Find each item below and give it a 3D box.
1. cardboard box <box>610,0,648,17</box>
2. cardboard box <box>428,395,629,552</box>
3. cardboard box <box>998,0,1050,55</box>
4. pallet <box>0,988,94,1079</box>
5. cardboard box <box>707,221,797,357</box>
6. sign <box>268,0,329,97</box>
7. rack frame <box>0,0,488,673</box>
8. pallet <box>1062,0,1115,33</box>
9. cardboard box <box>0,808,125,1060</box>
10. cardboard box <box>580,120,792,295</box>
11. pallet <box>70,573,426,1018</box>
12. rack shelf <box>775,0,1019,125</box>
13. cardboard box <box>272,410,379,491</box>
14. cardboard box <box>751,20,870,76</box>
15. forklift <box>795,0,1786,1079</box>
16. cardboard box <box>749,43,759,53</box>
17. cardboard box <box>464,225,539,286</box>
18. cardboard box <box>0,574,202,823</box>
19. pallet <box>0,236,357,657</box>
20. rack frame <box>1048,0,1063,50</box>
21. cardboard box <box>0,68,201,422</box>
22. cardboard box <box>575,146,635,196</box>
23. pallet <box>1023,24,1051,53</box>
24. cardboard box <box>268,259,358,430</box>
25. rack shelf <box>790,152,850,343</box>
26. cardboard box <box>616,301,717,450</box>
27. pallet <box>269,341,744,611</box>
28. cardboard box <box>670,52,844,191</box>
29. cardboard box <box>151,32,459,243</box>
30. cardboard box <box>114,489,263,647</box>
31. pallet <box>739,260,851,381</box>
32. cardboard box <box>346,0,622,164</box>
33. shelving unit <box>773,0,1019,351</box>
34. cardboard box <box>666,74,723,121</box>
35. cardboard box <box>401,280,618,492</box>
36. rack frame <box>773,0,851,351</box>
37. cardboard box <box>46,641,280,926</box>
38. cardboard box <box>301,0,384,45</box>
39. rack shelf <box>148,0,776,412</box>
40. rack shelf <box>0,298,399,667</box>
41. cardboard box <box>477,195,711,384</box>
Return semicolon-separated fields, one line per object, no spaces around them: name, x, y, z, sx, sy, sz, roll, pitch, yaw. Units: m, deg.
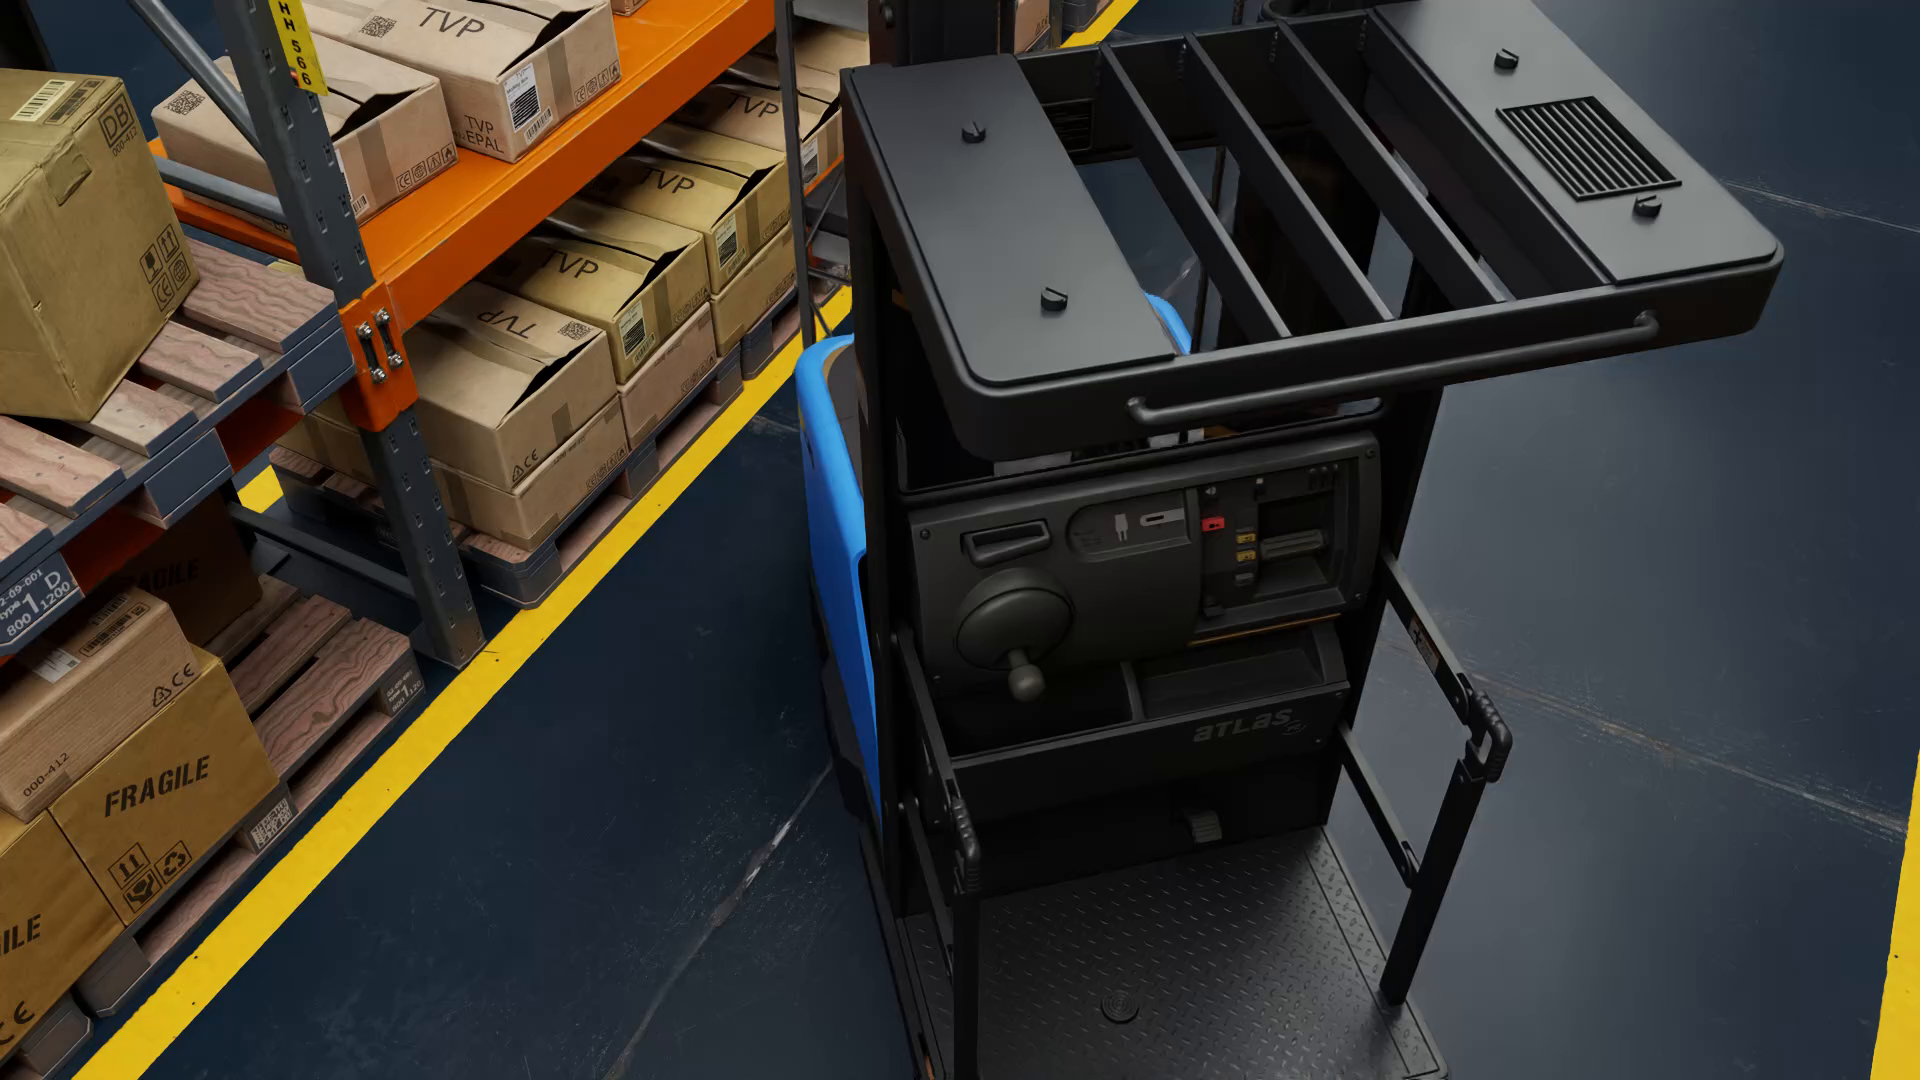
cardboard box;-1.110;-1.968;5.016;0.500;0.500;0.500;18;48;17
cardboard box;-1.372;-0.284;5.060;0.500;0.250;0.500;20;49;19
cardboard box;0.046;-2.214;6.967;0.500;0.250;0.500;20;49;19
pallet;-2.822;1.333;3.784;1.003;0.211;1.213;20;49;19
cardboard box;-0.903;-0.931;5.699;0.500;0.250;0.500;19;48;18
sign;-1.390;-1.076;3.446;0.100;0.325;0.005;20;49;19
rack frame;-1.875;-0.870;4.001;1.000;3.000;0.127;20;49;19
pallet;0.388;-2.897;7.965;1.003;0.211;1.213;20;49;19
cardboard box;-2.342;0.846;3.753;0.500;0.500;0.500;19;48;18
cardboard box;-0.896;-1.136;5.507;0.500;0.311;0.500;19;48;18
pallet;-2.255;0.568;4.540;1.003;0.211;1.213;20;49;19
rack shelf;-0.150;-1.308;4.101;0.431;0.518;0.480;20;49;19
cardboard box;-1.847;-0.463;5.237;0.500;0.250;0.500;22;49;20
cardboard box;-0.422;-1.775;6.139;0.500;0.311;0.500;20;49;19
forklift;0.423;0.148;3.043;1.130;2.935;3.031;-10;46;-10
cardboard box;-0.907;-1.950;6.312;0.500;0.311;0.500;19;48;18
cardboard box;-1.614;-0.989;5.363;0.500;0.311;0.500;20;49;18
cardboard box;-2.124;0.294;3.772;0.500;0.250;0.500;22;49;21
pallet;-2.127;-0.353;3.624;1.213;0.211;1.003;20;49;19
rack frame;-0.018;-3.390;6.492;1.000;3.000;0.127;20;49;19
cardboard box;-2.067;-0.619;3.387;0.700;0.500;0.500;6;46;6
cardboard box;-1.378;-1.306;5.676;0.500;0.311;0.500;20;49;19
pallet;-0.325;-1.933;7.012;1.003;0.211;1.213;20;49;19
cardboard box;-1.850;-0.660;5.037;0.500;0.311;0.500;22;49;20
rack shelf;-0.150;-0.816;4.599;0.431;0.518;0.480;20;49;19
cardboard box;-1.139;-0.601;5.373;0.500;0.250;0.500;19;48;18
pallet;-1.458;-0.396;5.493;1.003;0.211;1.213;20;49;19
cardboard box;-0.658;-1.460;5.827;0.500;0.311;0.500;20;49;19
cardboard box;-1.667;-1.054;4.245;0.500;0.311;0.500;23;50;21
cardboard box;-2.339;0.046;4.544;0.500;0.500;0.500;22;49;21
pallet;-0.891;-1.162;6.250;1.003;0.211;1.213;20;49;19
cardboard box;-1.288;-1.338;4.527;0.500;0.311;0.500;20;49;19
shelving unit;-0.150;-0.825;4.589;0.431;2.100;0.503;20;49;19
cardboard box;-1.143;-1.621;5.987;0.500;0.311;0.500;22;49;20
cardboard box;-1.372;-0.481;4.861;0.500;0.311;0.500;22;49;20
rack frame;-0.261;-0.670;4.436;0.400;2.100;0.015;20;49;19
cardboard box;-2.101;0.520;4.075;0.500;0.500;0.500;22;49;21
cardboard box;-1.702;-1.440;4.741;0.380;0.149;0.250;20;49;19
rack shelf;-0.946;-1.877;5.502;1.077;0.370;4.000;20;49;19
rack shelf;-2.803;0.643;3.012;1.077;0.370;4.000;20;49;19
cardboard box;-1.135;-0.815;5.190;0.500;0.311;0.500;19;48;18
